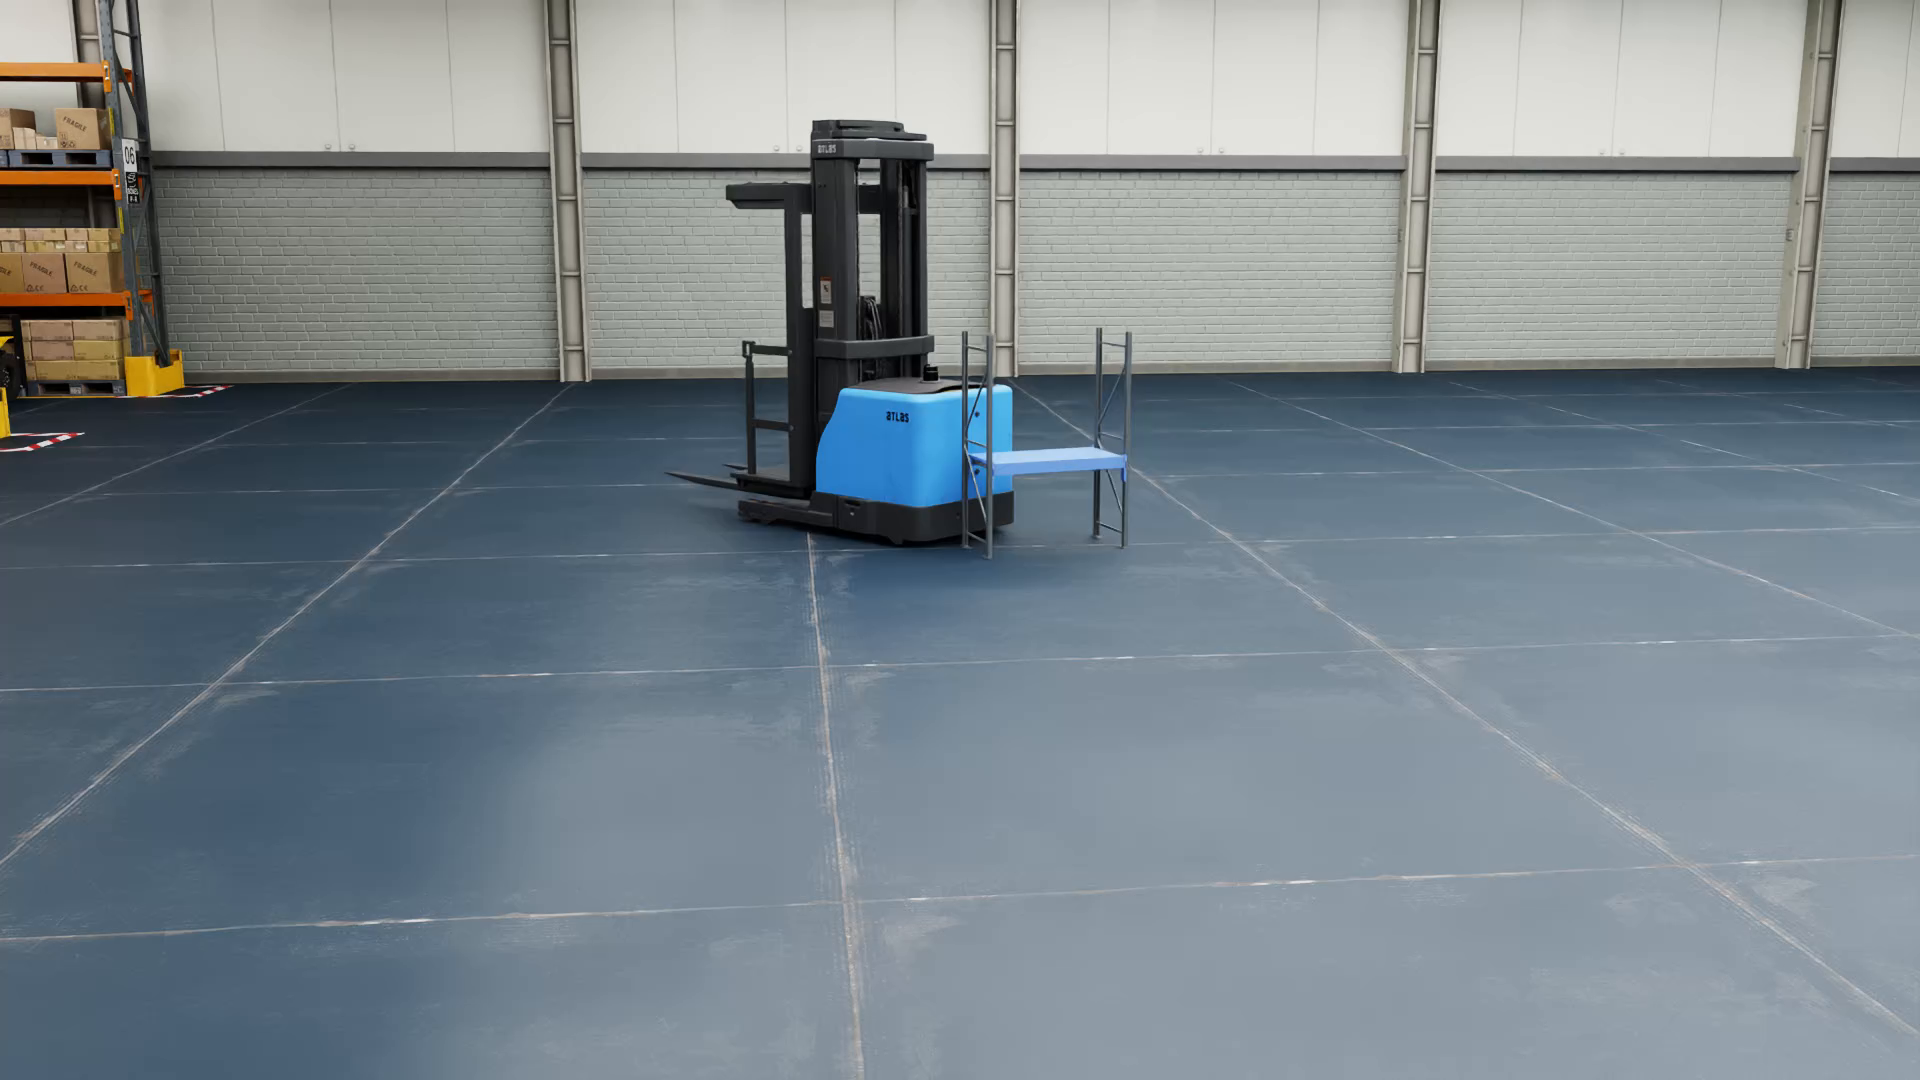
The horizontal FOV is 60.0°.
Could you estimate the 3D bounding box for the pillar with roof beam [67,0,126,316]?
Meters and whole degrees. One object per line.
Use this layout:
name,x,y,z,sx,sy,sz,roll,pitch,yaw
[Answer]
pillar with roof beam,-10.850,-5.688,17.475,0.400,9.000,9.100,-1,11,-6

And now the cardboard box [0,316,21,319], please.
cardboard box,-12.529,-2.757,21.563,0.500,0.250,0.500,-1,11,-7

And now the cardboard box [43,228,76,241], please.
cardboard box,-11.358,-3.856,20.993,0.250,0.149,0.380,-1,11,-5

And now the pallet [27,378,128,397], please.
pallet,-11.281,-2.020,21.595,1.213,0.211,1.003,-1,11,-6

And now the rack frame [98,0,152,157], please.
rack frame,-10.526,-6.356,20.869,0.127,3.000,1.000,-1,11,-6

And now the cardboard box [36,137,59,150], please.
cardboard box,-11.317,-4.940,20.748,0.250,0.149,0.380,-2,11,-8

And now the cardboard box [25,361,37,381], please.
cardboard box,-11.952,-2.181,21.227,0.500,0.250,0.500,-1,11,-5

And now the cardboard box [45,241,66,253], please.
cardboard box,-11.356,-3.714,21.042,0.250,0.149,0.380,-1,11,-5

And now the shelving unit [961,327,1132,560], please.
shelving unit,0.589,-0.684,11.459,1.048,1.500,0.538,-4,12,-21

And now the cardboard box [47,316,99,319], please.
cardboard box,-11.520,-2.775,21.653,0.500,0.250,0.500,-1,11,-6

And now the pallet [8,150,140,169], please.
pallet,-11.231,-4.831,21.117,1.213,0.211,1.003,-1,11,-6

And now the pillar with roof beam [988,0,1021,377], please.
pillar with roof beam,1.080,-5.938,18.747,0.400,9.000,9.100,-1,11,-6

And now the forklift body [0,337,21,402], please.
forklift body,-12.214,-2.606,19.549,1.214,2.155,2.313,-1,11,-6

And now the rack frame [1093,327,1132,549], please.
rack frame,1.063,-0.719,11.638,0.032,1.500,0.500,-4,12,-21

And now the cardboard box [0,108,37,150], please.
cardboard box,-11.968,-5.130,20.803,0.500,0.500,0.700,-1,11,-6

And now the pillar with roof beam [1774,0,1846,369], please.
pillar with roof beam,13.009,-6.188,20.018,0.400,9.000,9.100,-1,11,-6

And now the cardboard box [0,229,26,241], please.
cardboard box,-11.861,-3.838,20.903,0.250,0.149,0.380,-1,11,-5

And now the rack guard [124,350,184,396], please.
rack guard,-10.502,-2.186,21.691,0.348,0.500,1.175,-1,11,-6

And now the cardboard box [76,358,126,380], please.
cardboard box,-10.959,-2.199,21.314,0.500,0.250,0.500,-1,11,-6

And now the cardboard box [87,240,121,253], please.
cardboard box,-10.840,-3.718,21.065,0.250,0.149,0.380,-1,11,-5

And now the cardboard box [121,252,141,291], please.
cardboard box,-11.048,-3.504,21.657,0.500,0.500,0.500,-1,11,-4

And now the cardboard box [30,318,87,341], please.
cardboard box,-11.457,-2.678,21.163,0.500,0.250,0.500,-1,11,-5

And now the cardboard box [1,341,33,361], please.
cardboard box,-11.987,-2.421,21.150,0.500,0.250,0.500,-1,11,-7

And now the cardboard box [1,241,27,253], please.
cardboard box,-11.864,-3.696,20.952,0.250,0.149,0.380,-2,11,-8

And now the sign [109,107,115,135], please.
sign,-10.481,-5.175,20.550,0.005,0.325,0.100,-1,11,-6

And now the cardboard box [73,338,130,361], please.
cardboard box,-10.976,-2.444,21.268,0.500,0.250,0.500,-1,11,-7

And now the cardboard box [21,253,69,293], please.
cardboard box,-11.503,-3.391,21.084,0.500,0.500,0.500,-1,11,-4

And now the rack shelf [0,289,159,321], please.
rack shelf,-12.514,-3.017,21.305,4.000,0.370,1.077,-1,11,-6

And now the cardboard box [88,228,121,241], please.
cardboard box,-10.859,-3.877,21.103,0.250,0.149,0.380,-1,11,-6

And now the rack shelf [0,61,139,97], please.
rack shelf,-12.514,-5.765,20.765,4.000,0.370,1.077,-1,11,-6

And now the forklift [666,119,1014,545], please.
forklift,-1.039,-1.618,12.501,3.031,2.935,1.130,10,15,41
